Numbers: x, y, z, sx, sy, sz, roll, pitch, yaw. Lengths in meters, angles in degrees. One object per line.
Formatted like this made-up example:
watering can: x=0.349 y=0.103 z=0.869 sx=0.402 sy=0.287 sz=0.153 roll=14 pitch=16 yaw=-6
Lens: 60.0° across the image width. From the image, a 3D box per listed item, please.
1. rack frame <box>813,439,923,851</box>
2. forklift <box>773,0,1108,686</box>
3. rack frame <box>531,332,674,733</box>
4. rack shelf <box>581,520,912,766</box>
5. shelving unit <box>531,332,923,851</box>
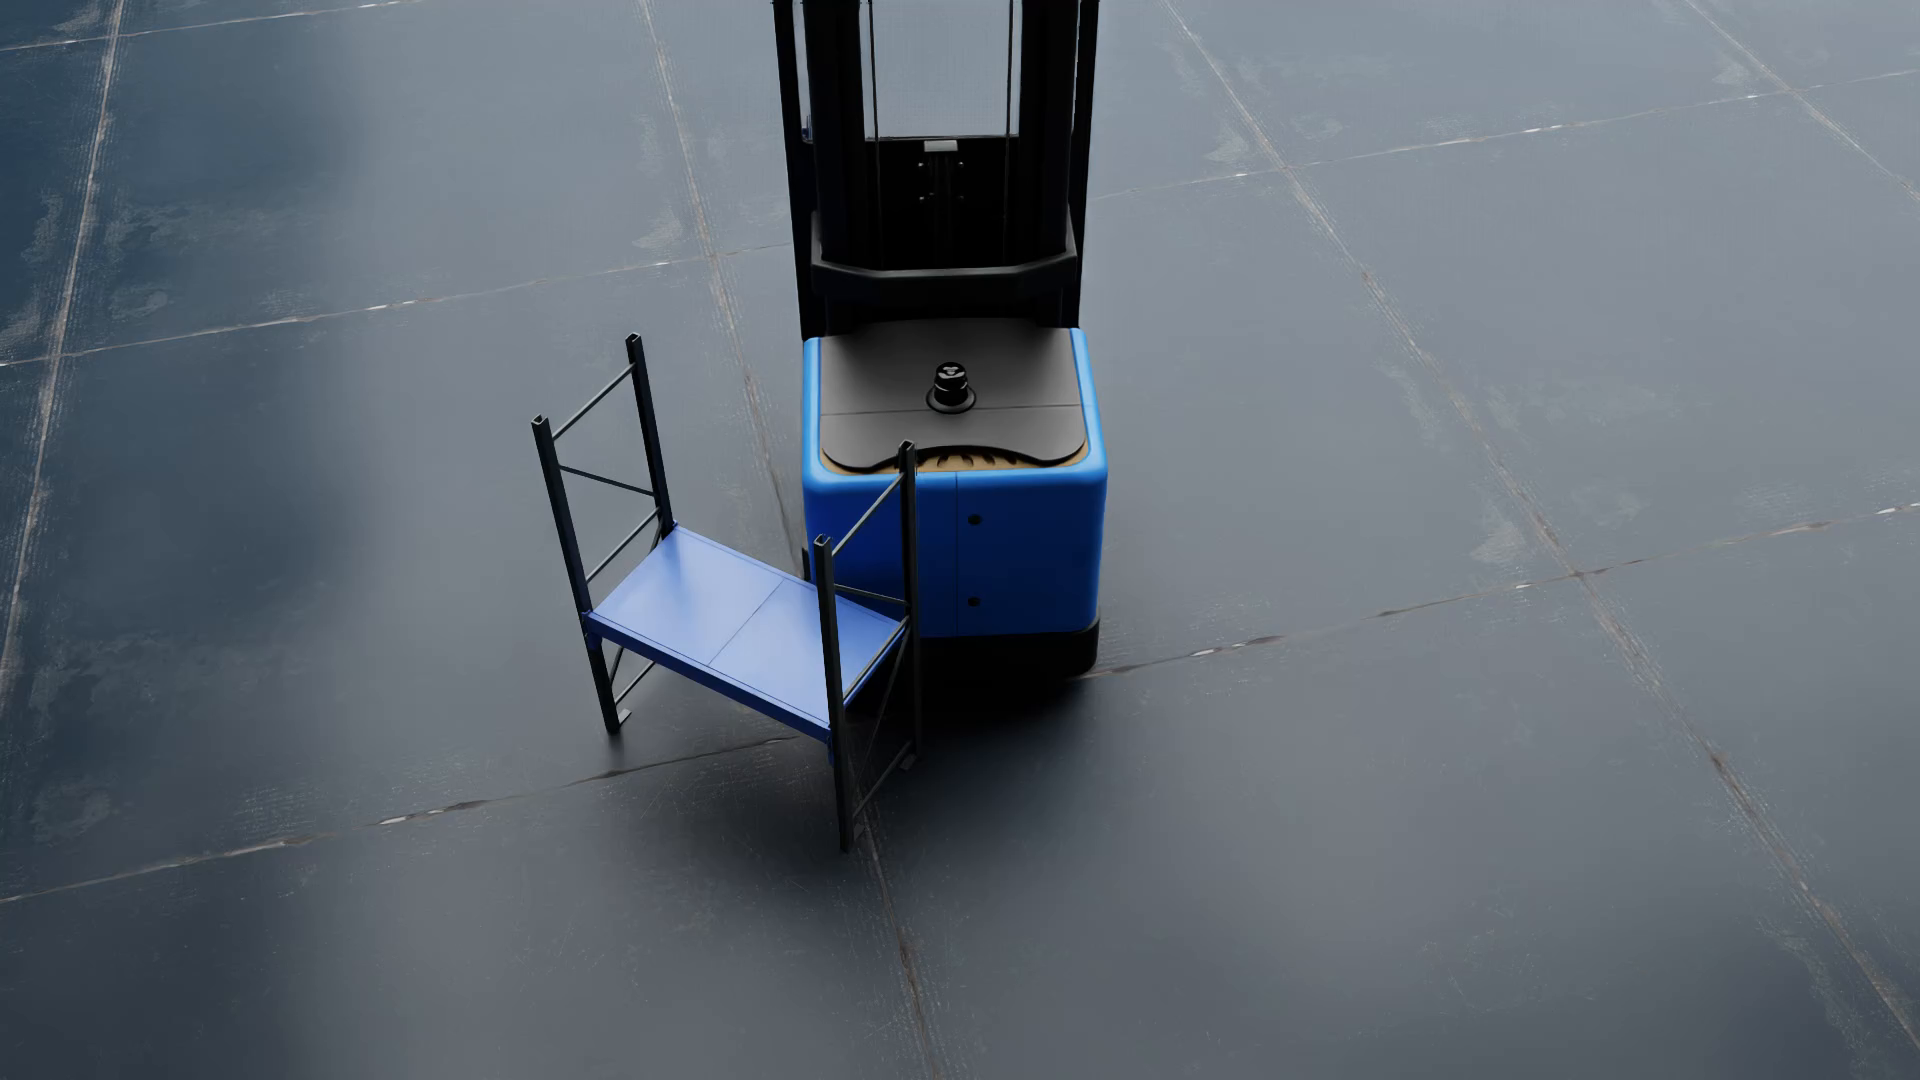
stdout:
rack frame: x=-0.273 y=0.383 z=5.324 sx=0.032 sy=1.500 sz=0.500 roll=22 pitch=50 yaw=20
forklift: x=-0.094 y=-1.532 z=6.199 sx=1.130 sy=2.935 sz=3.031 roll=-2 pitch=46 yaw=-2
rack frame: x=-1.153 y=0.020 z=5.680 sx=0.032 sy=1.500 sz=0.500 roll=22 pitch=50 yaw=20
rack shelf: x=-0.713 y=0.328 z=5.631 sx=1.000 sy=0.185 sz=0.538 roll=22 pitch=50 yaw=20
shelving unit: x=-0.713 y=0.202 z=5.502 sx=1.048 sy=1.500 sz=0.538 roll=22 pitch=50 yaw=20
